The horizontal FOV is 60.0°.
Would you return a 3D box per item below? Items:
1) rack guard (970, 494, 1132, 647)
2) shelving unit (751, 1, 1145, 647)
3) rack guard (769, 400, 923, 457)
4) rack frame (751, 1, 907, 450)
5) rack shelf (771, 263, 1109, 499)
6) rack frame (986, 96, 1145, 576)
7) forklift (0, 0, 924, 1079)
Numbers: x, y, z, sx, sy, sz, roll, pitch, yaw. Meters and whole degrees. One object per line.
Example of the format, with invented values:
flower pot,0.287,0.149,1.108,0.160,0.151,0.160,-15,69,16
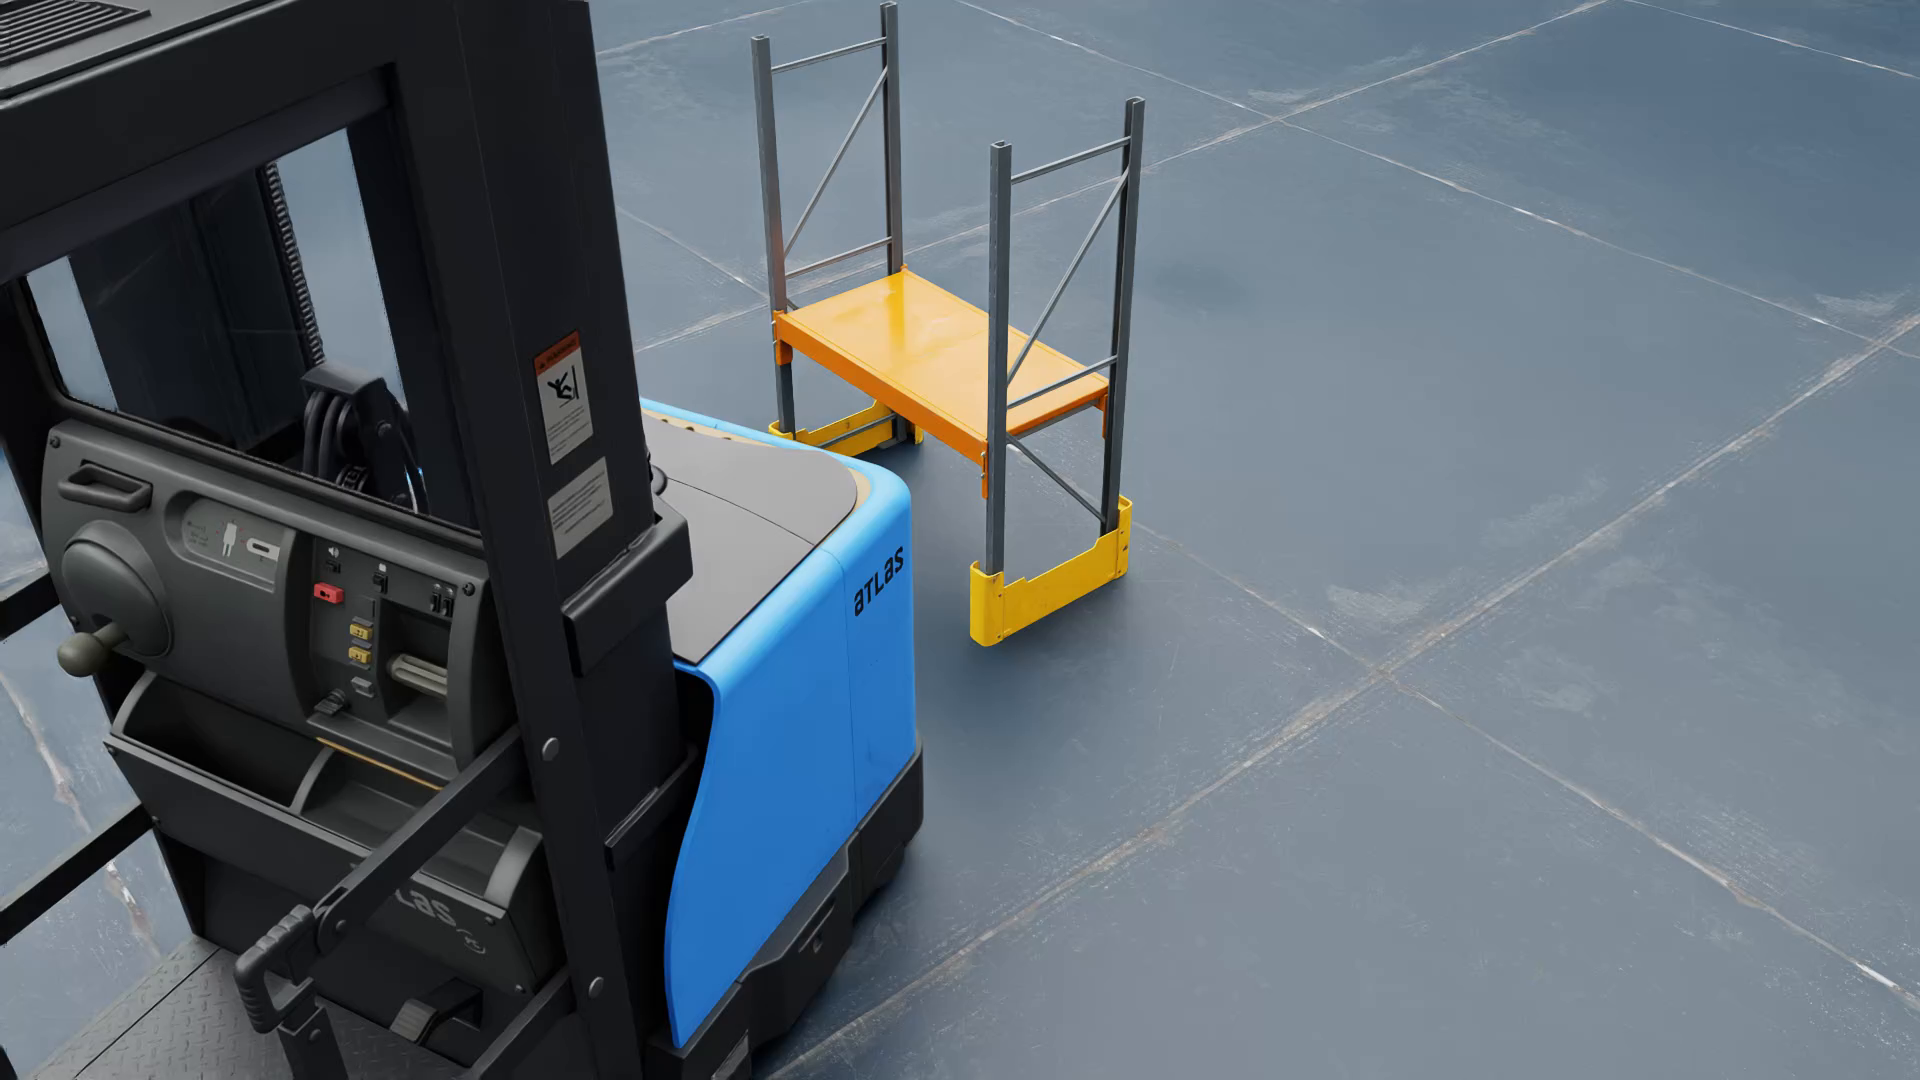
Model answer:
rack guard,0.272,0.084,4.915,0.587,0.250,0.087,-26,43,-32
shelving unit,-0.049,-0.646,4.864,0.587,1.500,1.083,-26,43,-32
rack guard,-0.371,-0.356,5.536,0.587,0.250,0.087,-26,43,-32
rack frame,-0.383,-0.874,5.187,0.500,1.500,0.032,-26,43,-32
rack shelf,-0.055,-0.503,4.974,0.538,0.185,1.000,-26,43,-32
rack frame,0.273,-0.425,4.553,0.500,1.500,0.032,-26,43,-32
forklift,-1.215,0.163,2.484,1.130,2.935,3.031,17,39,22
